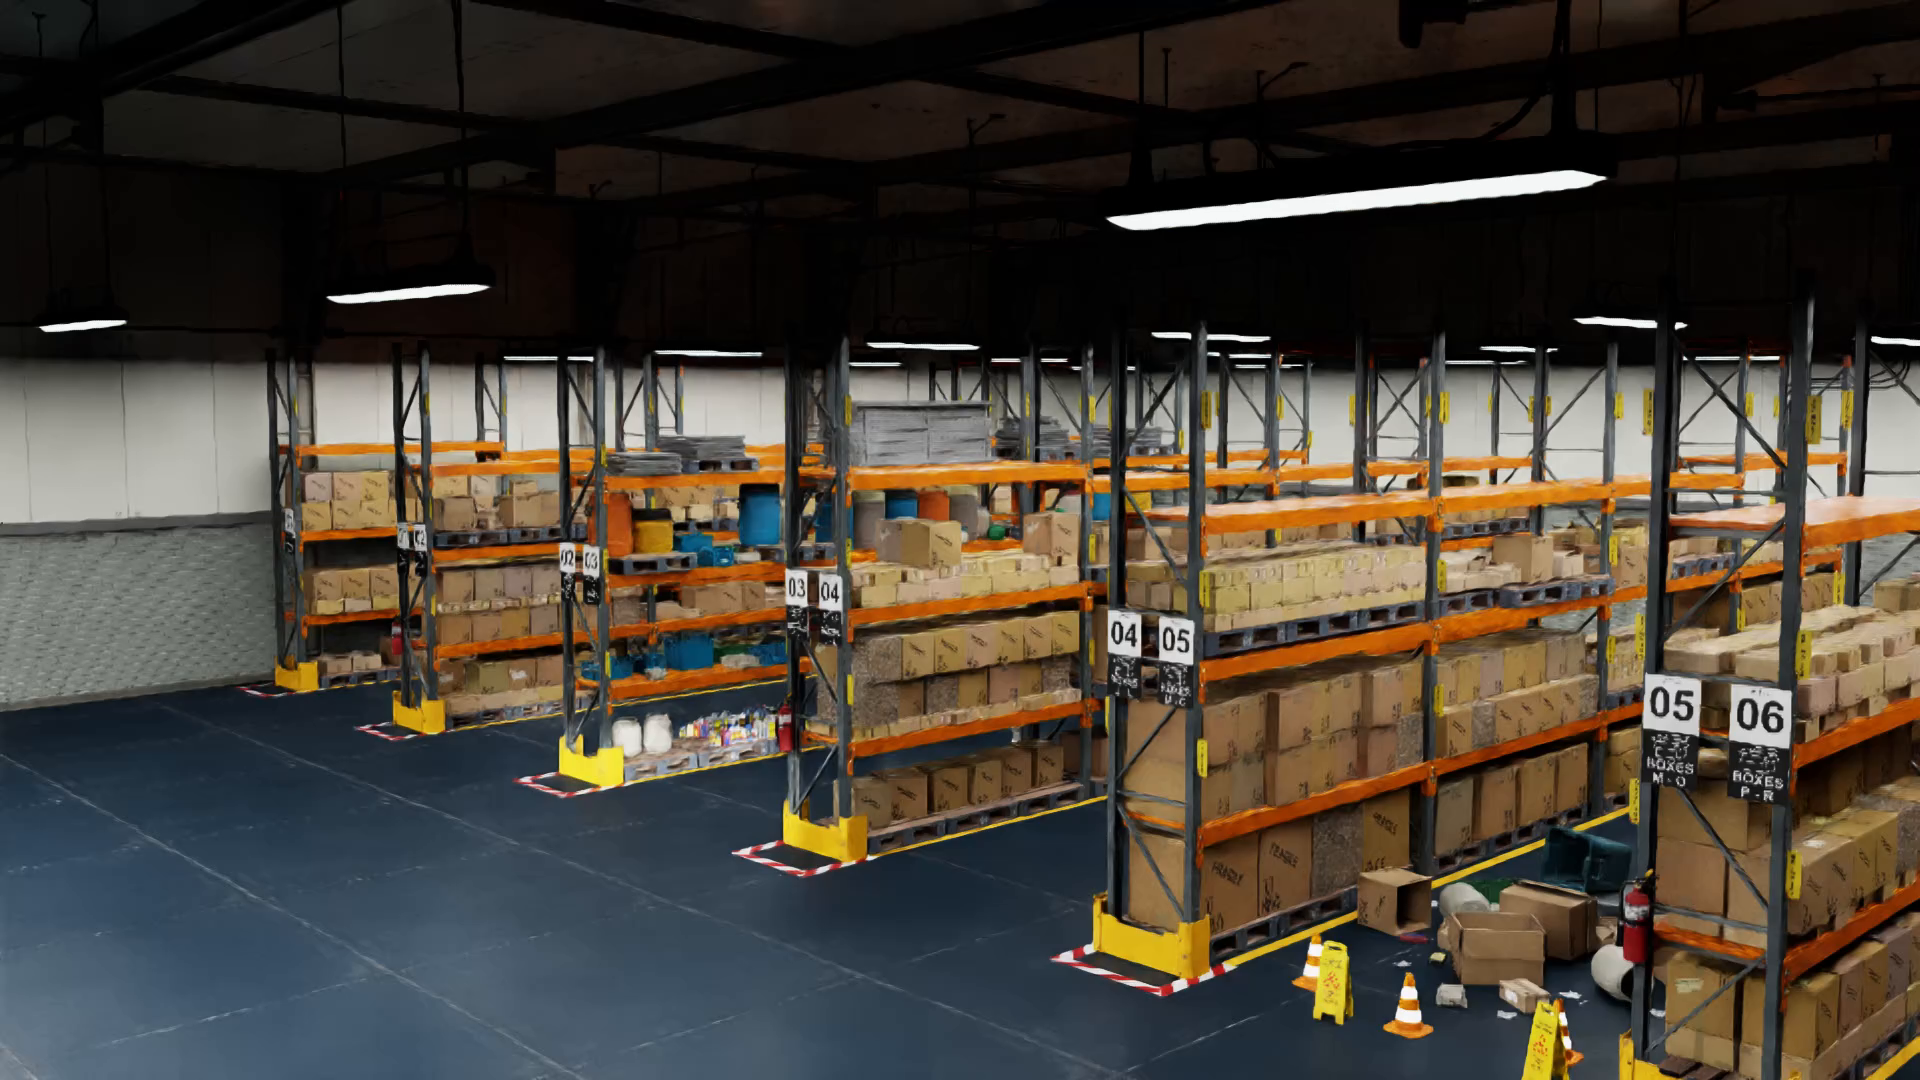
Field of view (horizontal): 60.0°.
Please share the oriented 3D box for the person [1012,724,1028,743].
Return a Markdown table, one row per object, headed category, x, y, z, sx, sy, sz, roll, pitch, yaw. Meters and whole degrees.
| category | x | y | z | sx | sy | sz | roll | pitch | yaw |
| --- | --- | --- | --- | --- | --- | --- | --- | --- | --- |
| person | 0.862 | 2.245 | 23.271 | 0.608 | 1.787 | 0.490 | -1 | 5 | -15 |
